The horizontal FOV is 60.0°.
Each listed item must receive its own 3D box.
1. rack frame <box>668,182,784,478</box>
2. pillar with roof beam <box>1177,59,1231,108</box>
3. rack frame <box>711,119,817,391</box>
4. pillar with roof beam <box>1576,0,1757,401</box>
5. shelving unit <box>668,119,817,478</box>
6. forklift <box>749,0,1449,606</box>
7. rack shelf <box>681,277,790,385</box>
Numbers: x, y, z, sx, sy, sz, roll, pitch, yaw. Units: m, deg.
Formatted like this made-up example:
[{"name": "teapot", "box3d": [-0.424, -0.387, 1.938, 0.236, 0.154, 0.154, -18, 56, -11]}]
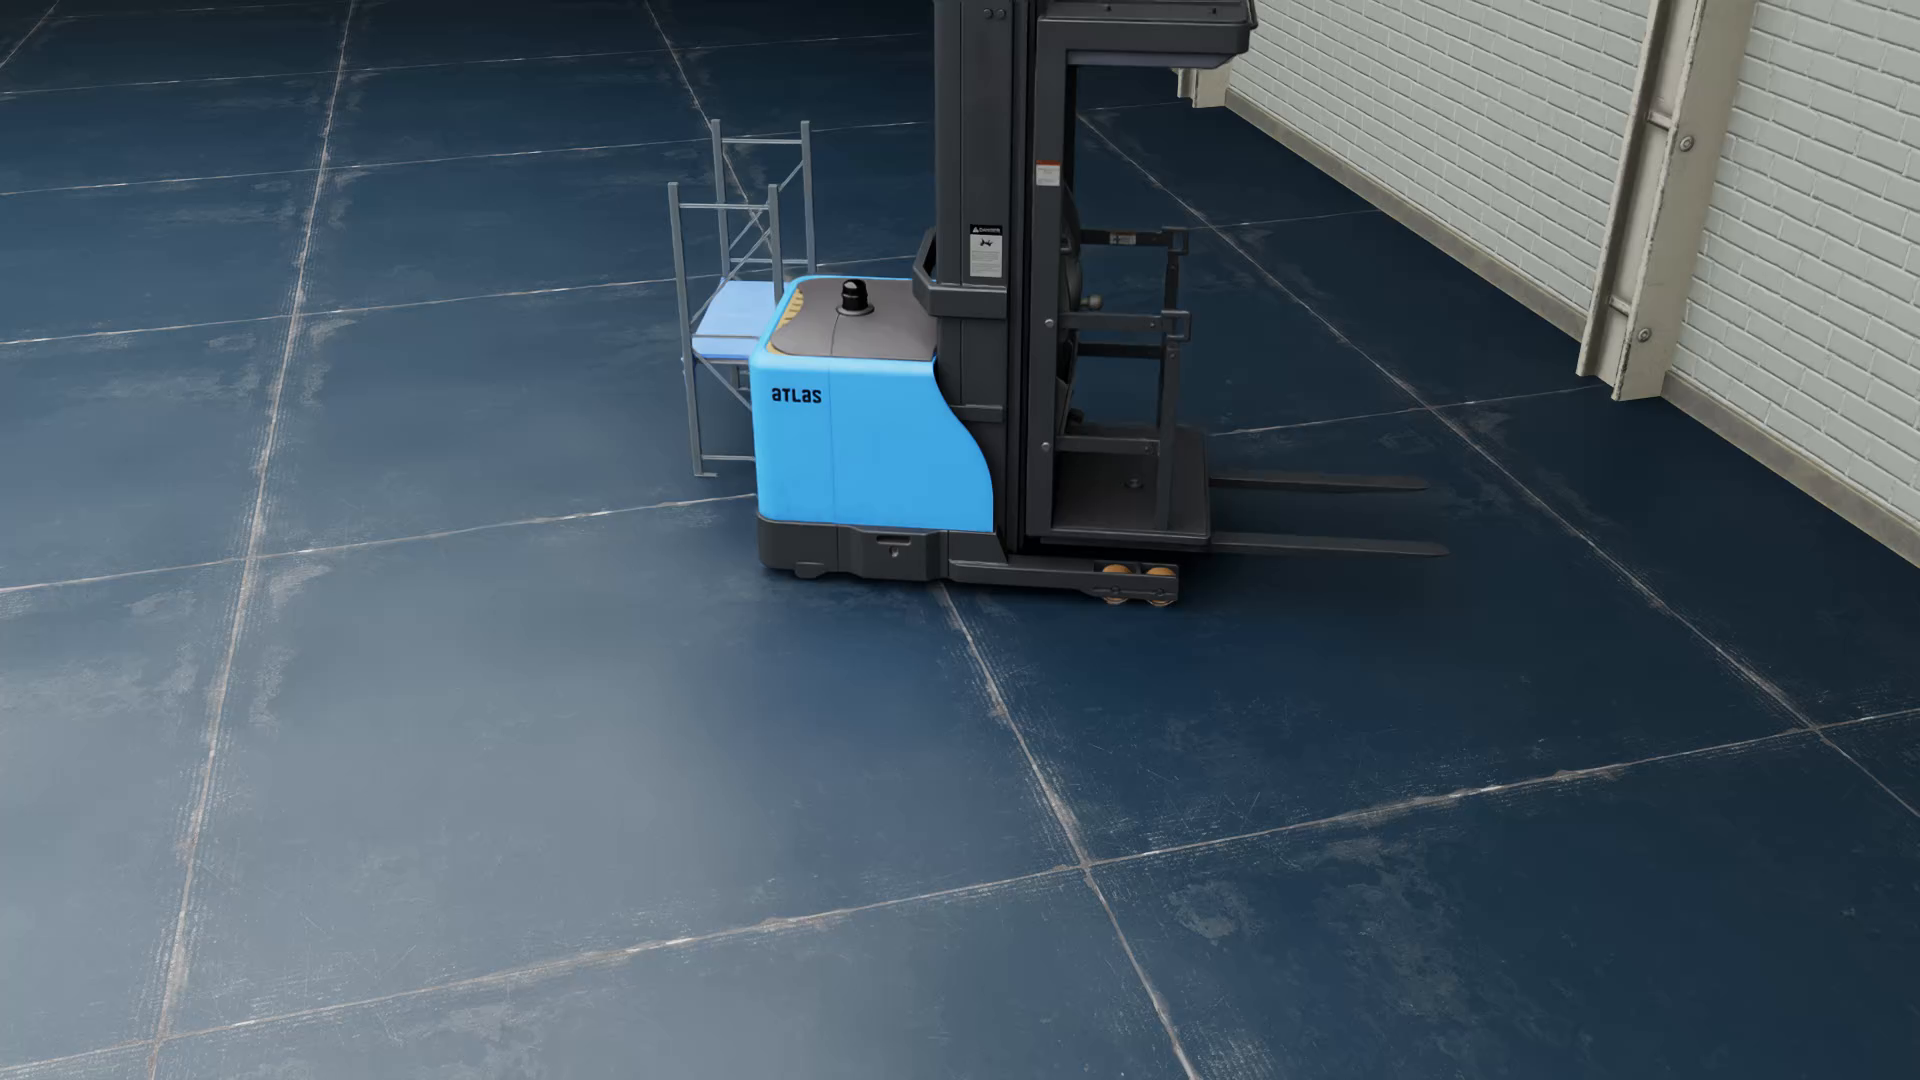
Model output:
[{"name": "rack frame", "box3d": [-1.076, -0.964, 7.918, 0.500, 1.500, 0.032, 2, 30, 3]}, {"name": "pillar with roof beam", "box3d": [-2.071, -7.091, 11.018, 9.100, 9.000, 0.400, -8, 31, -13]}, {"name": "rack frame", "box3d": [-1.010, -1.472, 8.796, 0.500, 1.500, 0.032, 2, 30, 3]}, {"name": "pillar with roof beam", "box3d": [-0.479, -4.193, 6.011, 9.100, 9.000, 0.400, -8, 31, -13]}, {"name": "shelving unit", "box3d": [-1.043, -1.218, 8.357, 0.538, 1.500, 1.048, 2, 30, 3]}, {"name": "forklift", "box3d": [0.649, -1.262, 7.005, 3.031, 2.935, 1.130, 3, 30, 5]}, {"name": "rack shelf", "box3d": [-1.043, -1.062, 8.447, 0.538, 0.185, 1.000, 2, 30, 3]}]
